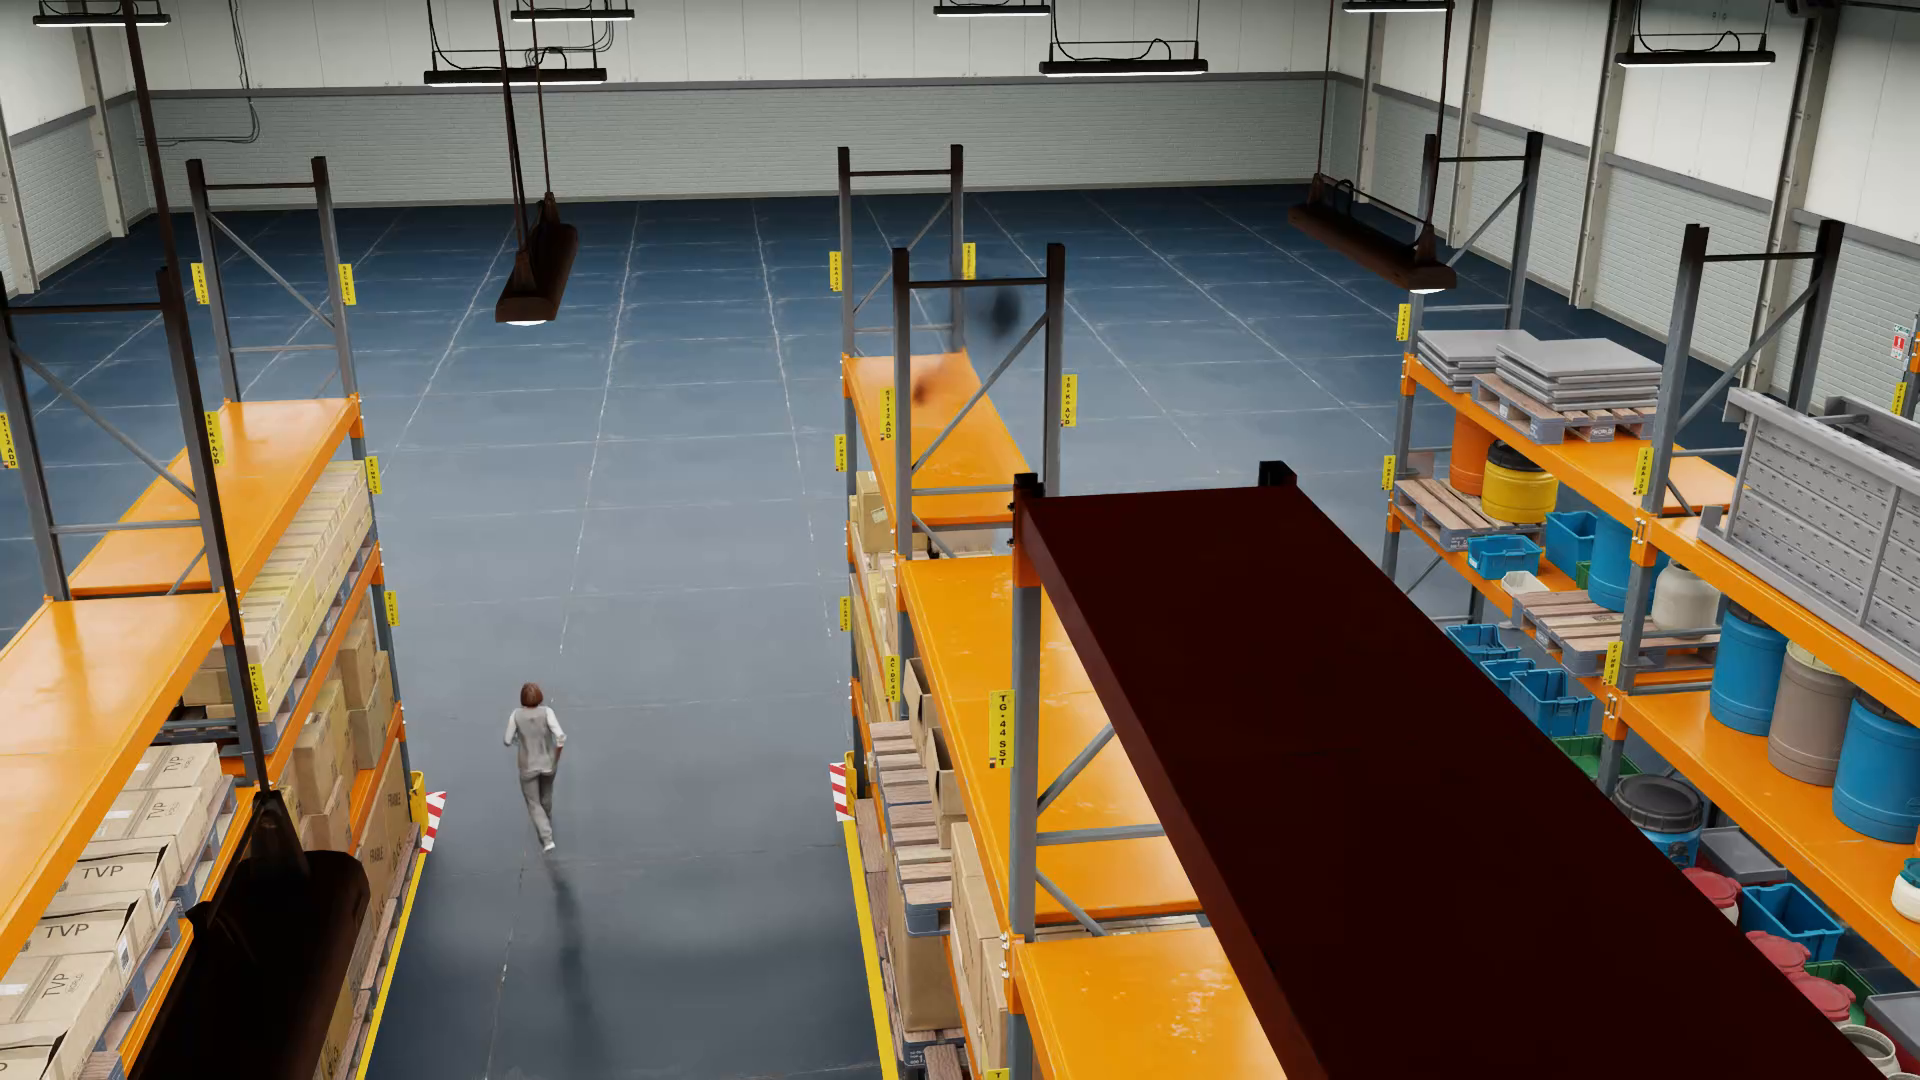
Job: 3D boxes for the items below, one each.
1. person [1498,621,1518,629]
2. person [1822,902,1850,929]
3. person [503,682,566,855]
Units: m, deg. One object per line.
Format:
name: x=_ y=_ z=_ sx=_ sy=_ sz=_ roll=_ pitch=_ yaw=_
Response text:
person: x=6.307 y=0.240 z=18.816 sx=0.548 sy=1.658 sz=0.612 roll=8 pitch=23 yaw=20
person: x=7.108 y=2.451 z=13.269 sx=0.565 sy=1.630 sz=0.572 roll=-5 pitch=22 yaw=-14
person: x=-3.667 y=2.014 z=14.433 sx=0.496 sy=1.620 sz=1.005 roll=-9 pitch=23 yaw=-22
